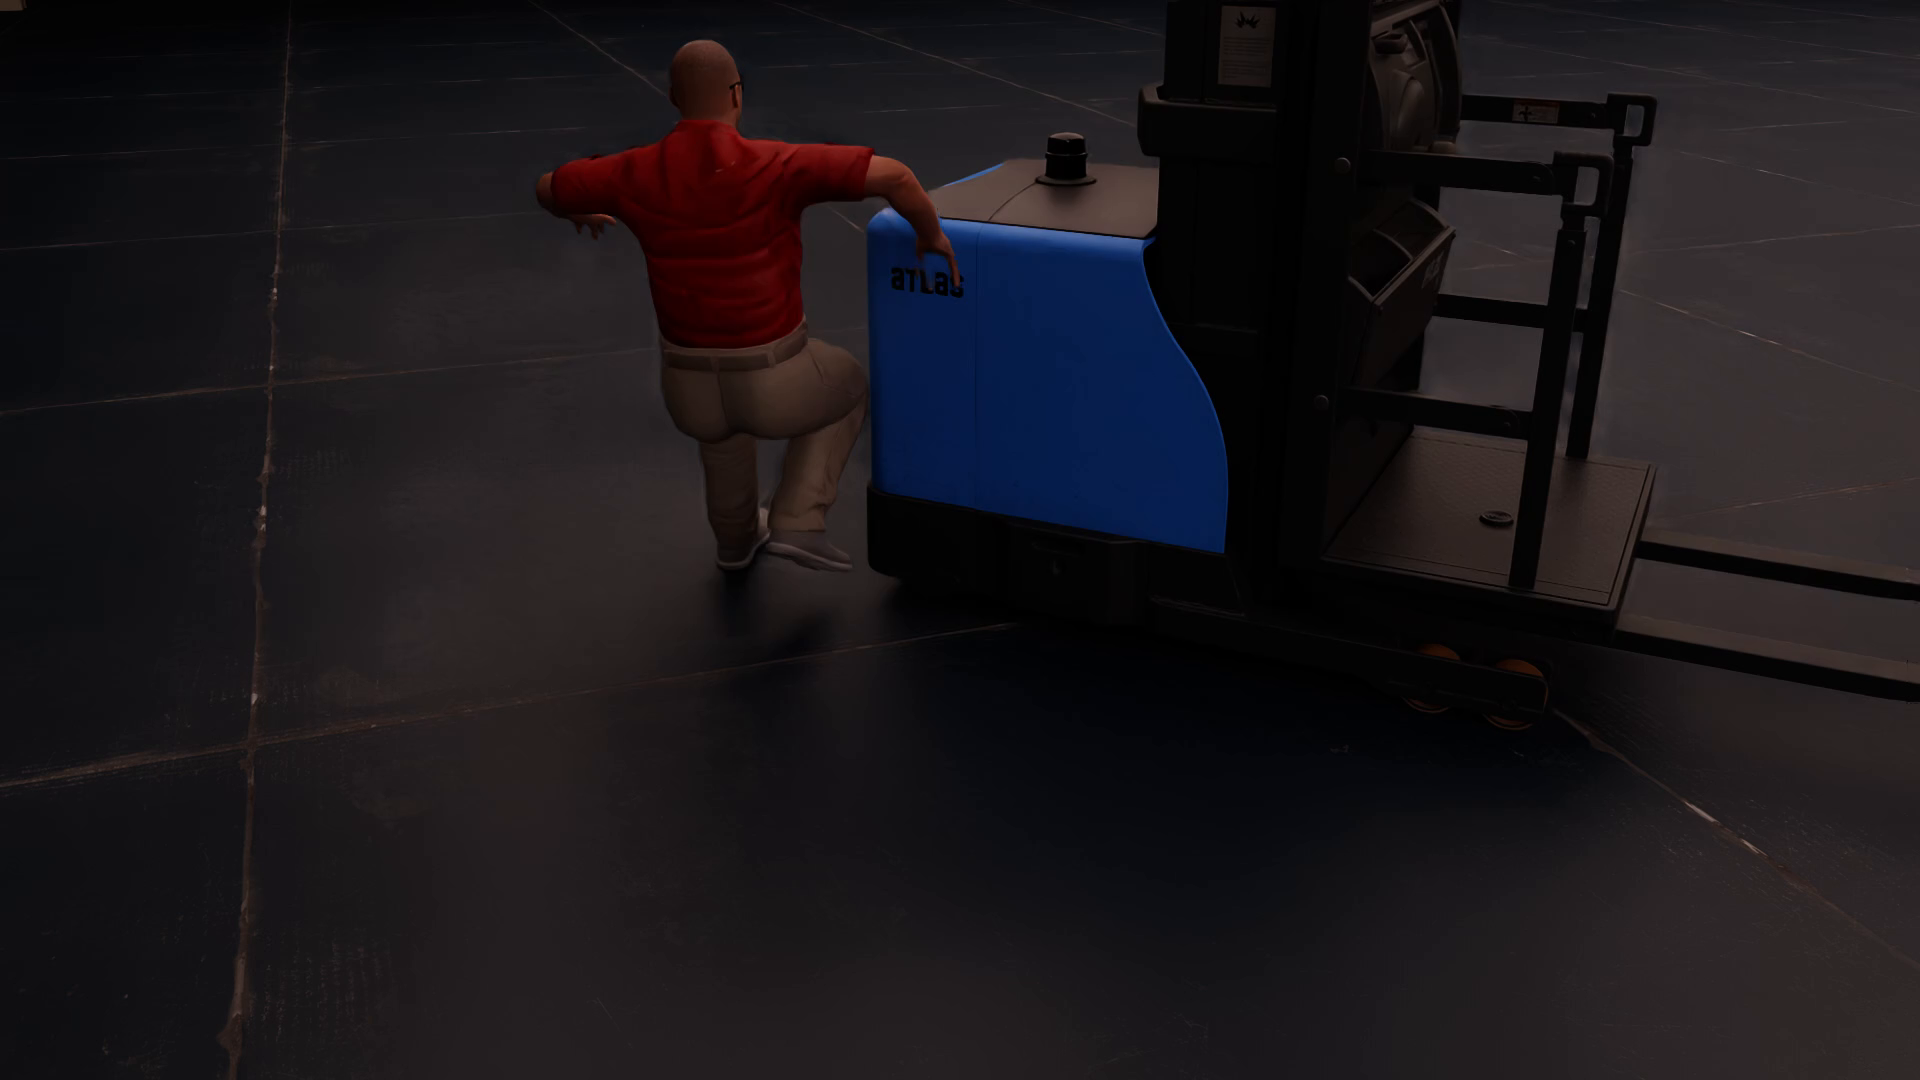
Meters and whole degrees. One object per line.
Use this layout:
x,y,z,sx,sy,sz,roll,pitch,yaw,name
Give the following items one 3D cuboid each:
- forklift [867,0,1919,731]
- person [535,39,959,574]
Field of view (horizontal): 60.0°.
1.294,-1.129,3.984,3.031,2.935,1.130,11,25,24,forklift
-0.541,-0.570,4.451,1.122,1.529,0.812,5,23,12,person
